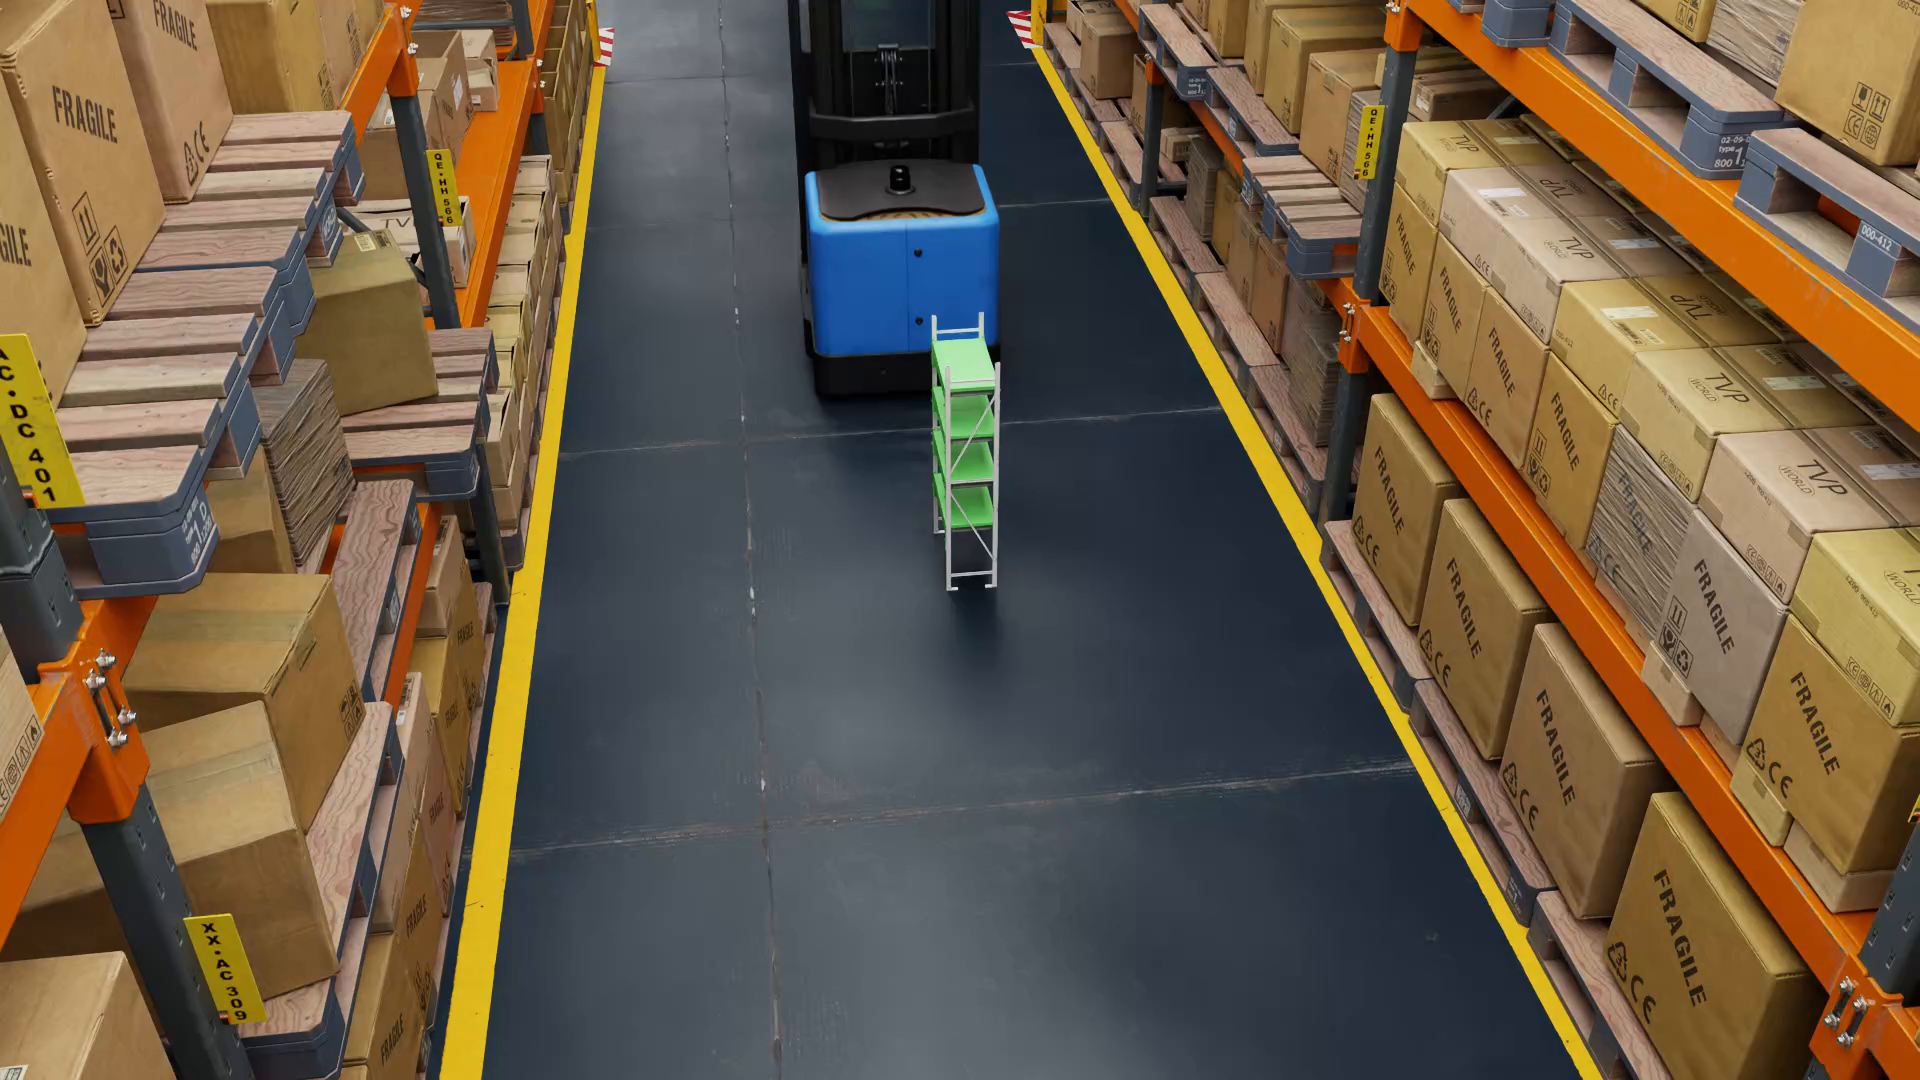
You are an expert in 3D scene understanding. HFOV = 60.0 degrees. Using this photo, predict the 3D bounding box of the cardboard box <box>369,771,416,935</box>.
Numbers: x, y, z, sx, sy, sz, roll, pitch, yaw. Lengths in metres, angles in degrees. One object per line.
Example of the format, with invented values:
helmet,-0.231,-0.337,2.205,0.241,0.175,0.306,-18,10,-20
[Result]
cardboard box,-2.037,1.003,5.278,0.500,0.250,0.500,-4,35,-6

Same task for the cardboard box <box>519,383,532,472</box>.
cardboard box,-2.465,-0.557,8.472,0.500,0.250,0.500,-5,35,-8

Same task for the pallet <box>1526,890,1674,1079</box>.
pallet,2.651,1.658,5.630,1.003,0.211,1.213,-4,35,-6

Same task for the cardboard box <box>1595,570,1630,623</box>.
cardboard box,2.376,0.147,5.577,0.380,0.149,0.250,-5,35,-8

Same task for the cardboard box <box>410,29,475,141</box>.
cardboard box,-2.997,-2.474,9.128,0.500,0.500,0.500,-2,34,-3

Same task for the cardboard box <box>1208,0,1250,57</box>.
cardboard box,1.856,-3.158,9.741,0.700,0.500,0.500,-1,34,-1

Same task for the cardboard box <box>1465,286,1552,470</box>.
cardboard box,2.230,-0.614,6.116,0.500,0.500,0.500,-5,35,-7

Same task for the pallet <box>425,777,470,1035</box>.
pallet,-2.393,1.327,6.116,1.003,0.211,1.213,-4,35,-6

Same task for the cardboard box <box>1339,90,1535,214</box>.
cardboard box,2.218,-1.786,7.728,0.700,0.500,0.500,-8,35,-12

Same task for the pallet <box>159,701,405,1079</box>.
pallet,-2.078,0.933,4.388,1.003,0.211,1.213,-4,35,-6

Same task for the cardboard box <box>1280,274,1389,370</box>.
cardboard box,2.189,-1.145,9.095,0.700,0.500,0.500,-4,35,-6

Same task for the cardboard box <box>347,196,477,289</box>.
cardboard box,-2.545,-1.401,7.722,0.500,0.311,0.500,-5,35,-7

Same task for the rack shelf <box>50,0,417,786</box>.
rack shelf,-2.348,-0.751,4.663,1.077,0.370,4.000,-4,35,-6

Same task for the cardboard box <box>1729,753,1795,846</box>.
cardboard box,2.446,0.720,4.736,0.380,0.149,0.250,-4,34,-5

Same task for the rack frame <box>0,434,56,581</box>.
rack frame,-2.079,-1.171,1.978,1.000,3.000,0.127,-4,35,-6

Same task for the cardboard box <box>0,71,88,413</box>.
cardboard box,-2.074,-0.475,3.069,0.600,0.600,0.600,-8,35,-11

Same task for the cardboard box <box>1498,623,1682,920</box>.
cardboard box,2.491,0.797,5.953,0.750,0.750,0.750,-3,34,-5

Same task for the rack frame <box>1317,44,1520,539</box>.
rack frame,2.291,-1.302,7.496,1.000,3.000,0.127,-4,35,-6

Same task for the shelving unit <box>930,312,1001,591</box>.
shelving unit,0.022,-0.403,7.777,0.258,1.200,0.503,-4,35,-6

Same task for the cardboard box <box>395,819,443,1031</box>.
cardboard box,-2.045,1.294,5.516,0.500,0.500,0.500,-4,34,-6

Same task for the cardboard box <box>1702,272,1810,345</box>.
cardboard box,2.810,-0.691,5.563,0.500,0.250,0.500,-5,35,-7

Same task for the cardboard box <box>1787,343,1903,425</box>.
cardboard box,2.876,-0.399,5.136,0.500,0.250,0.500,-5,35,-8

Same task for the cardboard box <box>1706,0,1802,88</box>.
cardboard box,2.677,-1.622,4.823,0.700,0.500,0.500,-4,35,-6

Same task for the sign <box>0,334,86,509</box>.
sign,-1.542,-0.191,2.744,0.100,0.325,0.005,-4,35,-6

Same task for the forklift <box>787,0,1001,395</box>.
forklift,-0.459,-2.841,9.816,1.130,2.935,3.031,-4,34,-6

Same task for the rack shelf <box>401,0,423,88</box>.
rack shelf,-2.886,-2.983,7.938,1.077,0.370,4.000,-4,35,-6

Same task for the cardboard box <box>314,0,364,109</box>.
cardboard box,-2.456,-1.680,5.299,0.910,0.500,0.500,-4,35,-6

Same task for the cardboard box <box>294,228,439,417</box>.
cardboard box,-2.420,-0.796,6.293,0.700,0.500,0.500,-16,37,-22

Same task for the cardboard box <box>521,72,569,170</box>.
cardboard box,-2.907,-2.786,11.078,0.500,0.500,0.500,-4,35,-6

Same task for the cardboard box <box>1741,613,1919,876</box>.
cardboard box,2.517,0.519,4.453,0.500,0.500,0.500,-5,35,-7

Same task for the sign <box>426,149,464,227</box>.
sign,-2.080,-1.417,6.707,0.100,0.325,0.005,-4,35,-6

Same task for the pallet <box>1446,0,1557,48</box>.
pallet,2.431,-2.108,6.184,1.213,0.211,1.003,-3,34,-4

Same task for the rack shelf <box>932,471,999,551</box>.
rack shelf,0.022,-0.152,7.948,0.258,0.148,0.480,-4,35,-6

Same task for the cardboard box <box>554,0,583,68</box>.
cardboard box,-3.177,-3.902,12.715,0.500,0.500,0.500,-4,35,-6

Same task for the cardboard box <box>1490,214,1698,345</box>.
cardboard box,2.241,-0.933,5.918,0.500,0.250,0.500,-4,34,-6

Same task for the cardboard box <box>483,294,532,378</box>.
cardboard box,-2.542,-1.085,8.750,0.500,0.311,0.500,-5,35,-8

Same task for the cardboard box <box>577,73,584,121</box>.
cardboard box,-3.114,-3.313,12.516,0.500,0.250,0.500,-4,35,-6

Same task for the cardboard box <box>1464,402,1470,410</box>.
cardboard box,2.239,-0.578,6.640,0.380,0.149,0.250,-5,35,-7

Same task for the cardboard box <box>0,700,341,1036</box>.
cardboard box,-1.921,0.812,3.934,0.700,0.500,0.500,-16,37,-22

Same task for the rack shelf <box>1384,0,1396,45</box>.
rack shelf,2.022,-3.360,8.492,1.077,0.370,4.000,-4,35,-6

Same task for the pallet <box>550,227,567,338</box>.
pallet,-3.017,-1.596,10.405,1.003,0.211,1.213,-4,35,-6

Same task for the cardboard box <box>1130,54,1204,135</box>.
cardboard box,1.574,-3.259,12.197,0.500,0.500,0.500,-7,35,-10

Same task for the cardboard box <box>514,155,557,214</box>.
cardboard box,-2.816,-2.221,10.417,0.500,0.311,0.500,-4,35,-6

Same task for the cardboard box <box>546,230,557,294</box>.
cardboard box,-2.745,-1.702,10.153,0.500,0.250,0.500,-5,35,-7

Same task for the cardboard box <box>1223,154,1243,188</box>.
cardboard box,1.932,-2.338,10.180,0.500,0.250,0.500,-5,35,-7

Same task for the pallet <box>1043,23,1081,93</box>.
pallet,1.300,-4.115,14.101,1.003,0.211,1.213,-4,35,-6

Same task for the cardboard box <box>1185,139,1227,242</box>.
cardboard box,1.869,-2.273,10.751,0.700,0.500,0.500,-3,34,-5

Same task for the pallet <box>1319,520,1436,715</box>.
pallet,2.323,0.296,7.628,1.003,0.211,1.213,-4,35,-6
